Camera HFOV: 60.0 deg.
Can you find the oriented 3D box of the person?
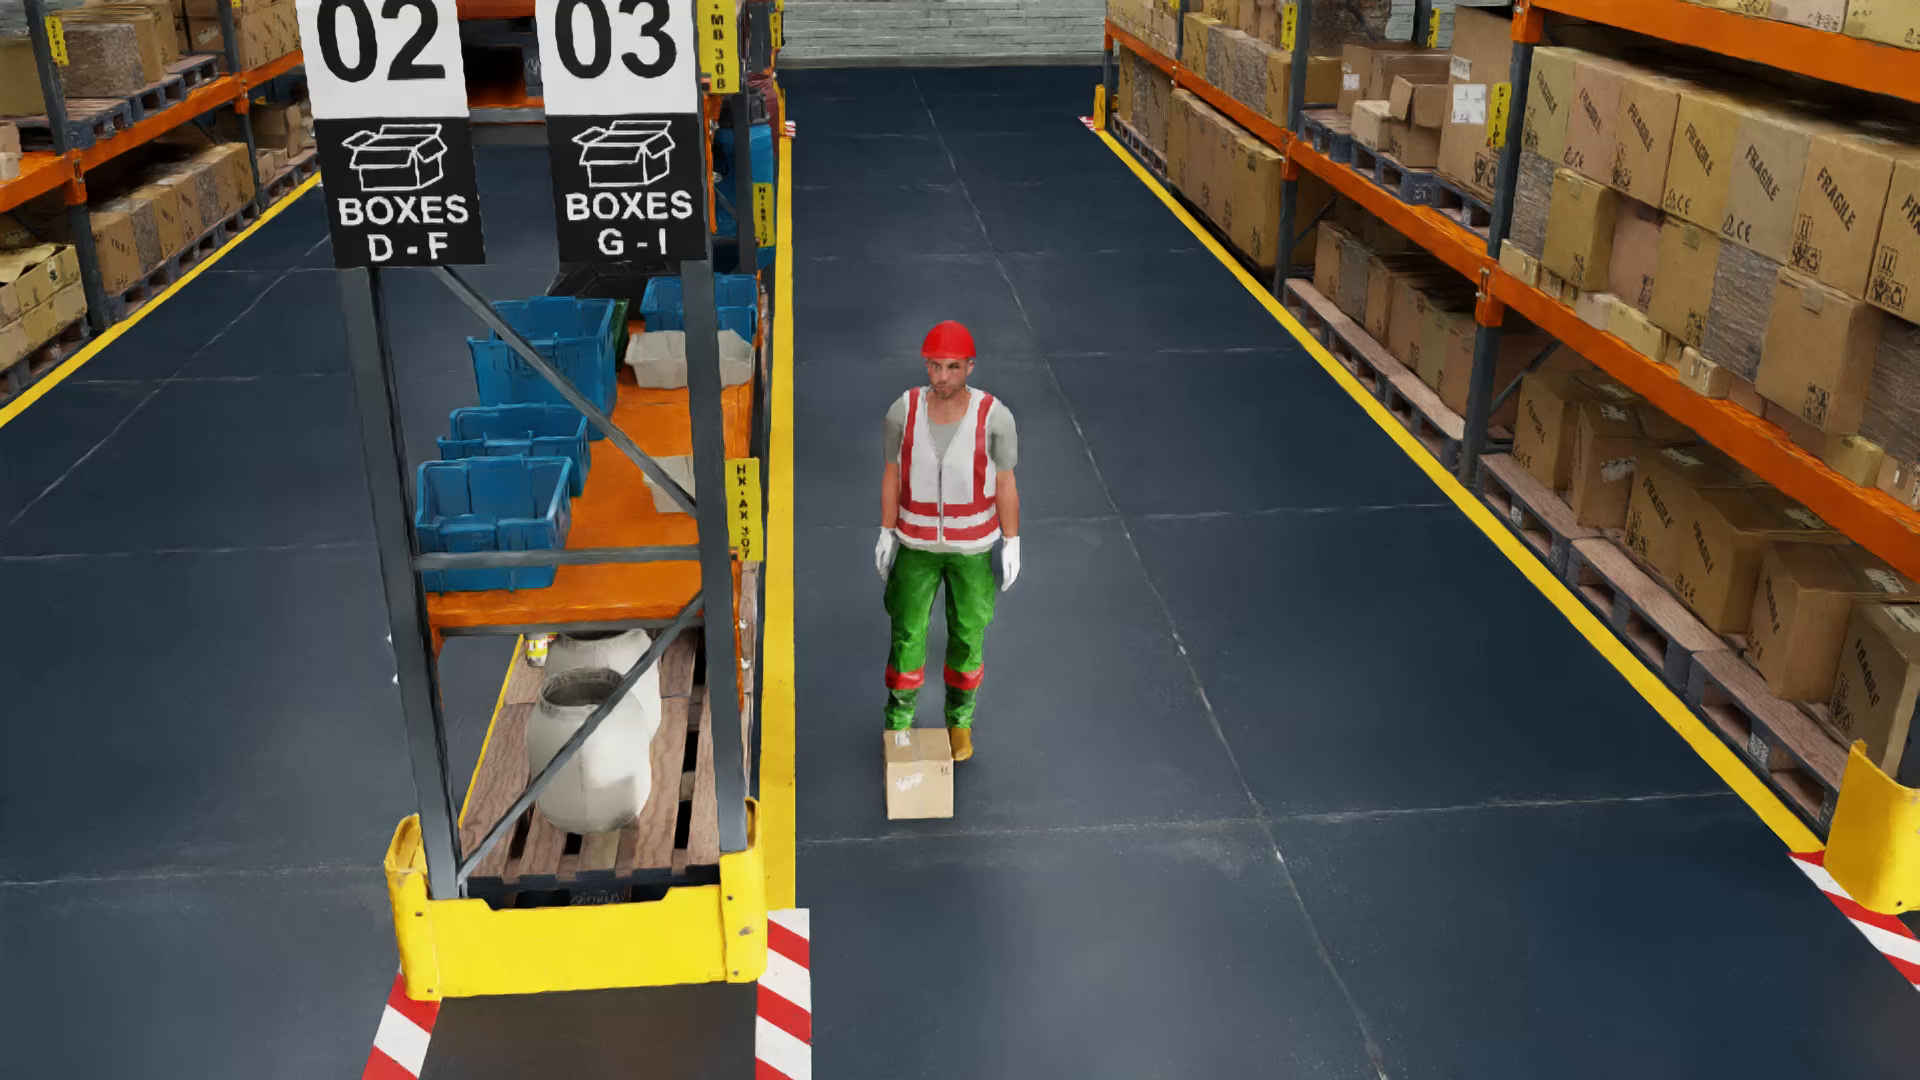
[{"bbox_3d":[-0.055,0.028,6.485,0.580,1.794,0.407,3,24,7],"label":"person"}]
